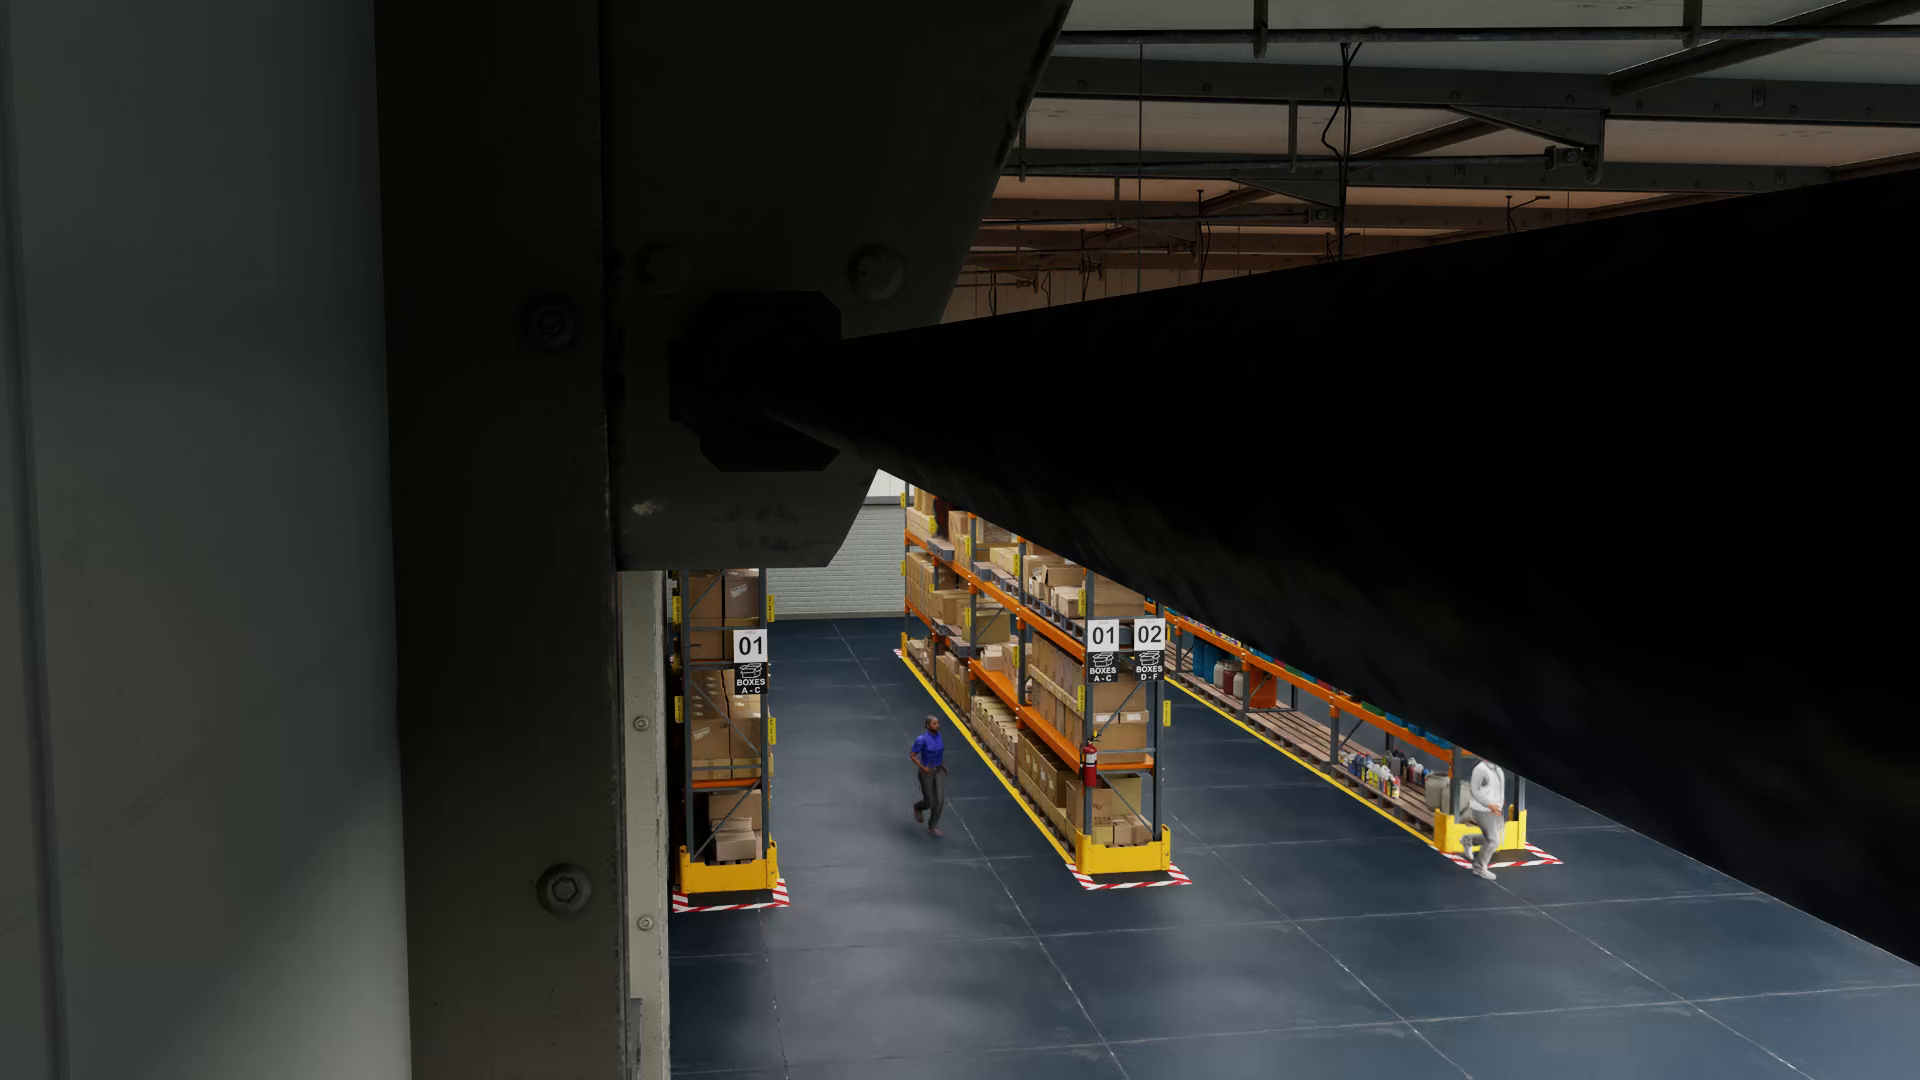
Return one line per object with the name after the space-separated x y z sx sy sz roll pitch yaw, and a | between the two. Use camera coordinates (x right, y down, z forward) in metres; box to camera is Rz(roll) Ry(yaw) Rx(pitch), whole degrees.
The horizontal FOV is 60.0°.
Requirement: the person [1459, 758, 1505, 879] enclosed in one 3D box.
6.528 3.331 20.734 0.649 1.744 0.682 5 8 42 | person

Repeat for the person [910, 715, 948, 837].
-0.428 3.191 22.651 0.576 1.634 0.601 -5 8 -38 | person
